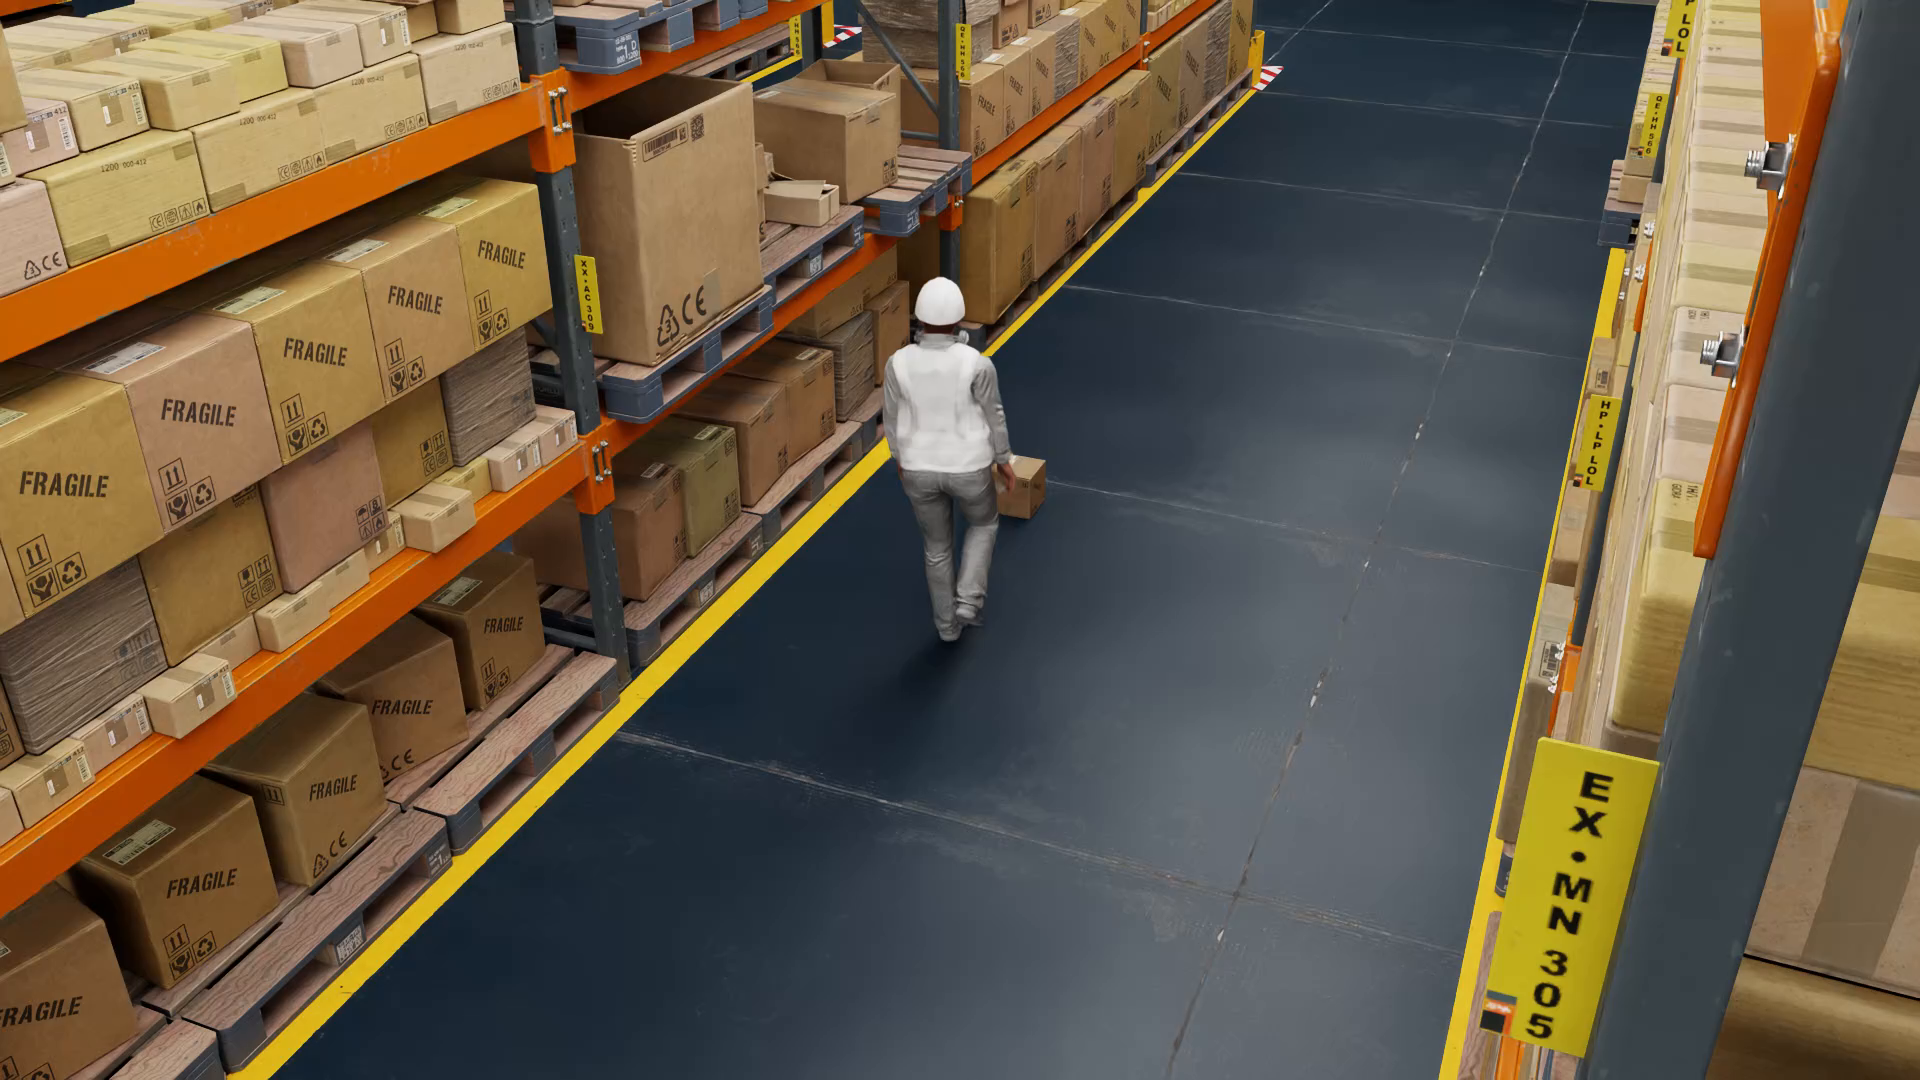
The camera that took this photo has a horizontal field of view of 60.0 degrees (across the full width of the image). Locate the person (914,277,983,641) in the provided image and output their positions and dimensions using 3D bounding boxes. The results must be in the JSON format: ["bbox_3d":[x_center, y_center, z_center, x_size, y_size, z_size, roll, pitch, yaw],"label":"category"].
[{"bbox_3d":[-3.481,-3.367,8.944,8.125,5.792,11.319,6,30,10],"label":"person"}]
